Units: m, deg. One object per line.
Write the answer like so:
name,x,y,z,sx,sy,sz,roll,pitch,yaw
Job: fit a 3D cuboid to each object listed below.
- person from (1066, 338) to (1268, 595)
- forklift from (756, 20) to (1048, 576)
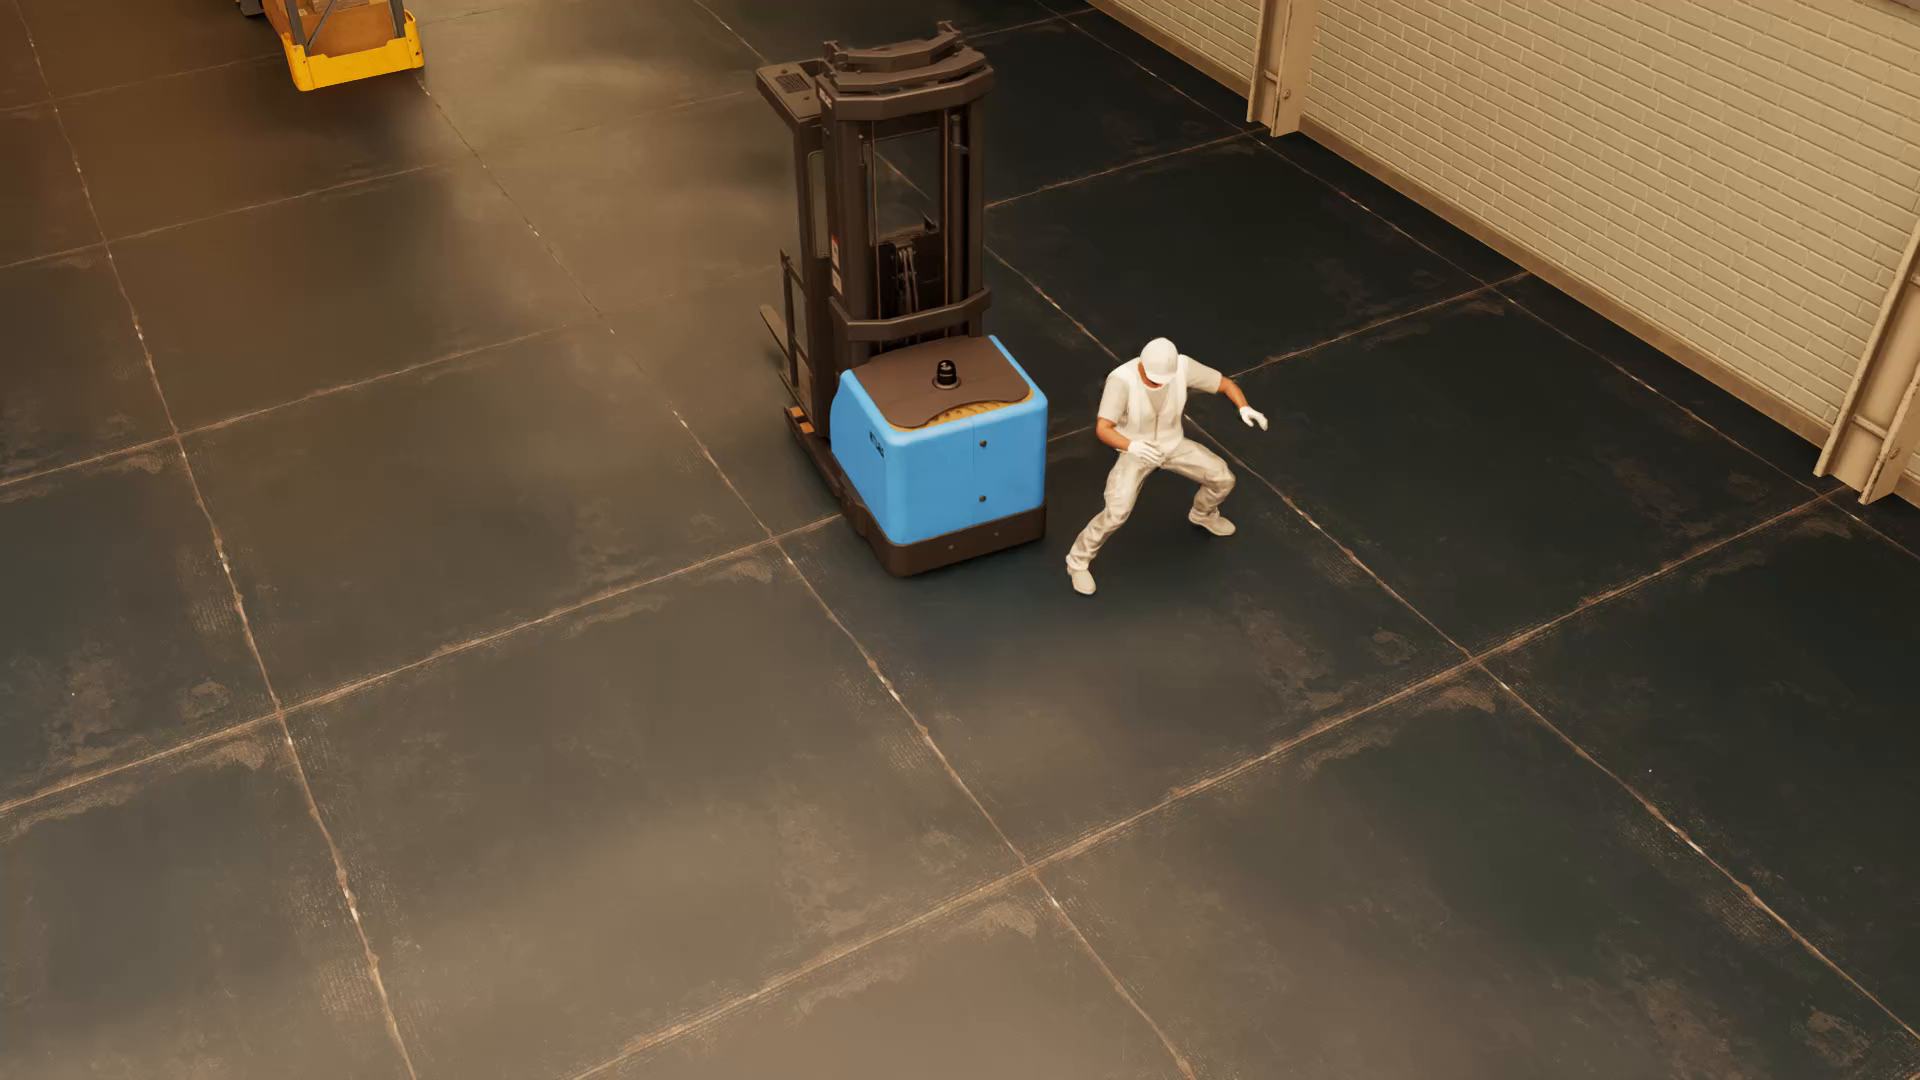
person,1.178,-0.501,9.736,1.132,1.527,0.737,-8,40,-10
forklift,-0.531,-1.852,10.268,1.130,2.935,3.031,-16,42,-18
